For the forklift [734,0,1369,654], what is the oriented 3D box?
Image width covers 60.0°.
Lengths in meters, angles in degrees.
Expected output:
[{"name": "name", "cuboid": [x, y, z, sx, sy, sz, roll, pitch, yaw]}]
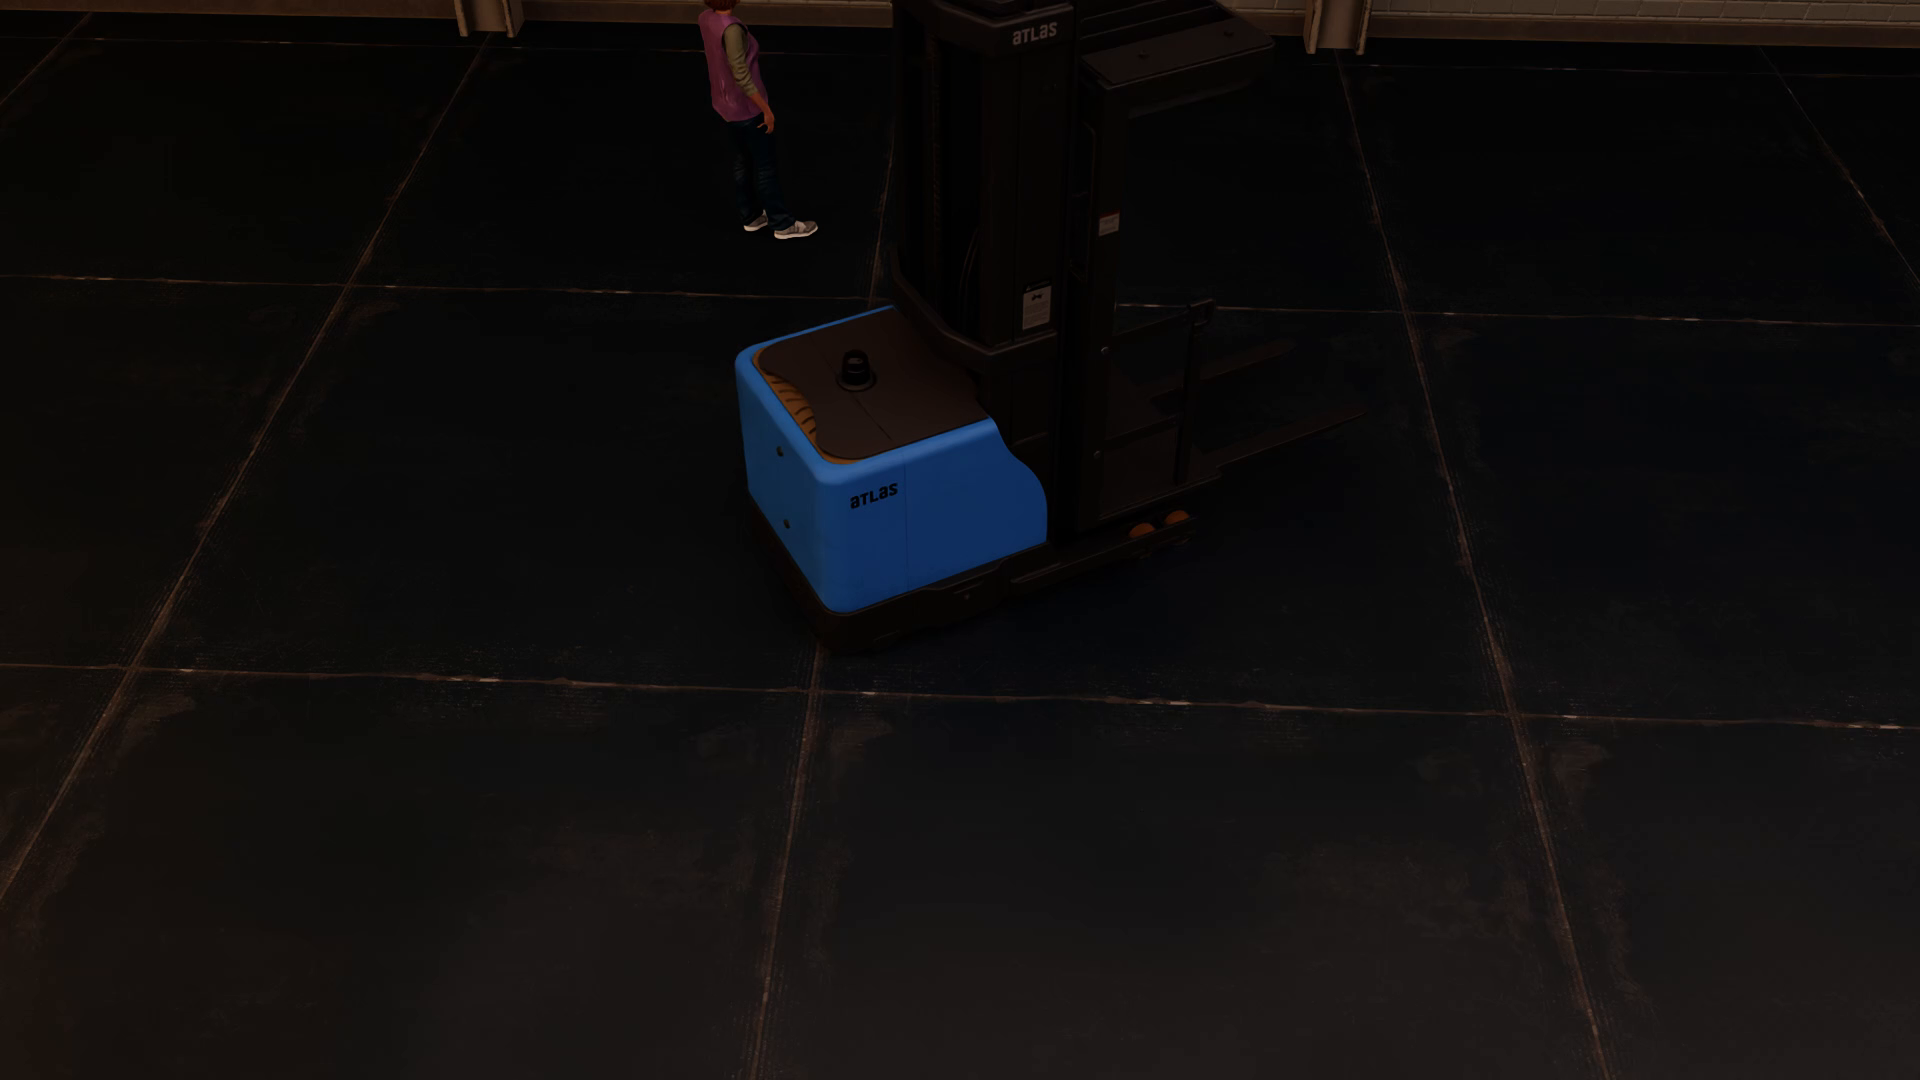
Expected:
[{"name": "forklift", "cuboid": [0.549, -1.293, 7.159, 3.031, 2.935, 1.130, -20, 46, -20]}]

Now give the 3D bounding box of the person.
[{"name": "person", "cuboid": [-1.166, -2.475, 9.433, 0.476, 1.598, 0.517, -24, 48, -24]}]
